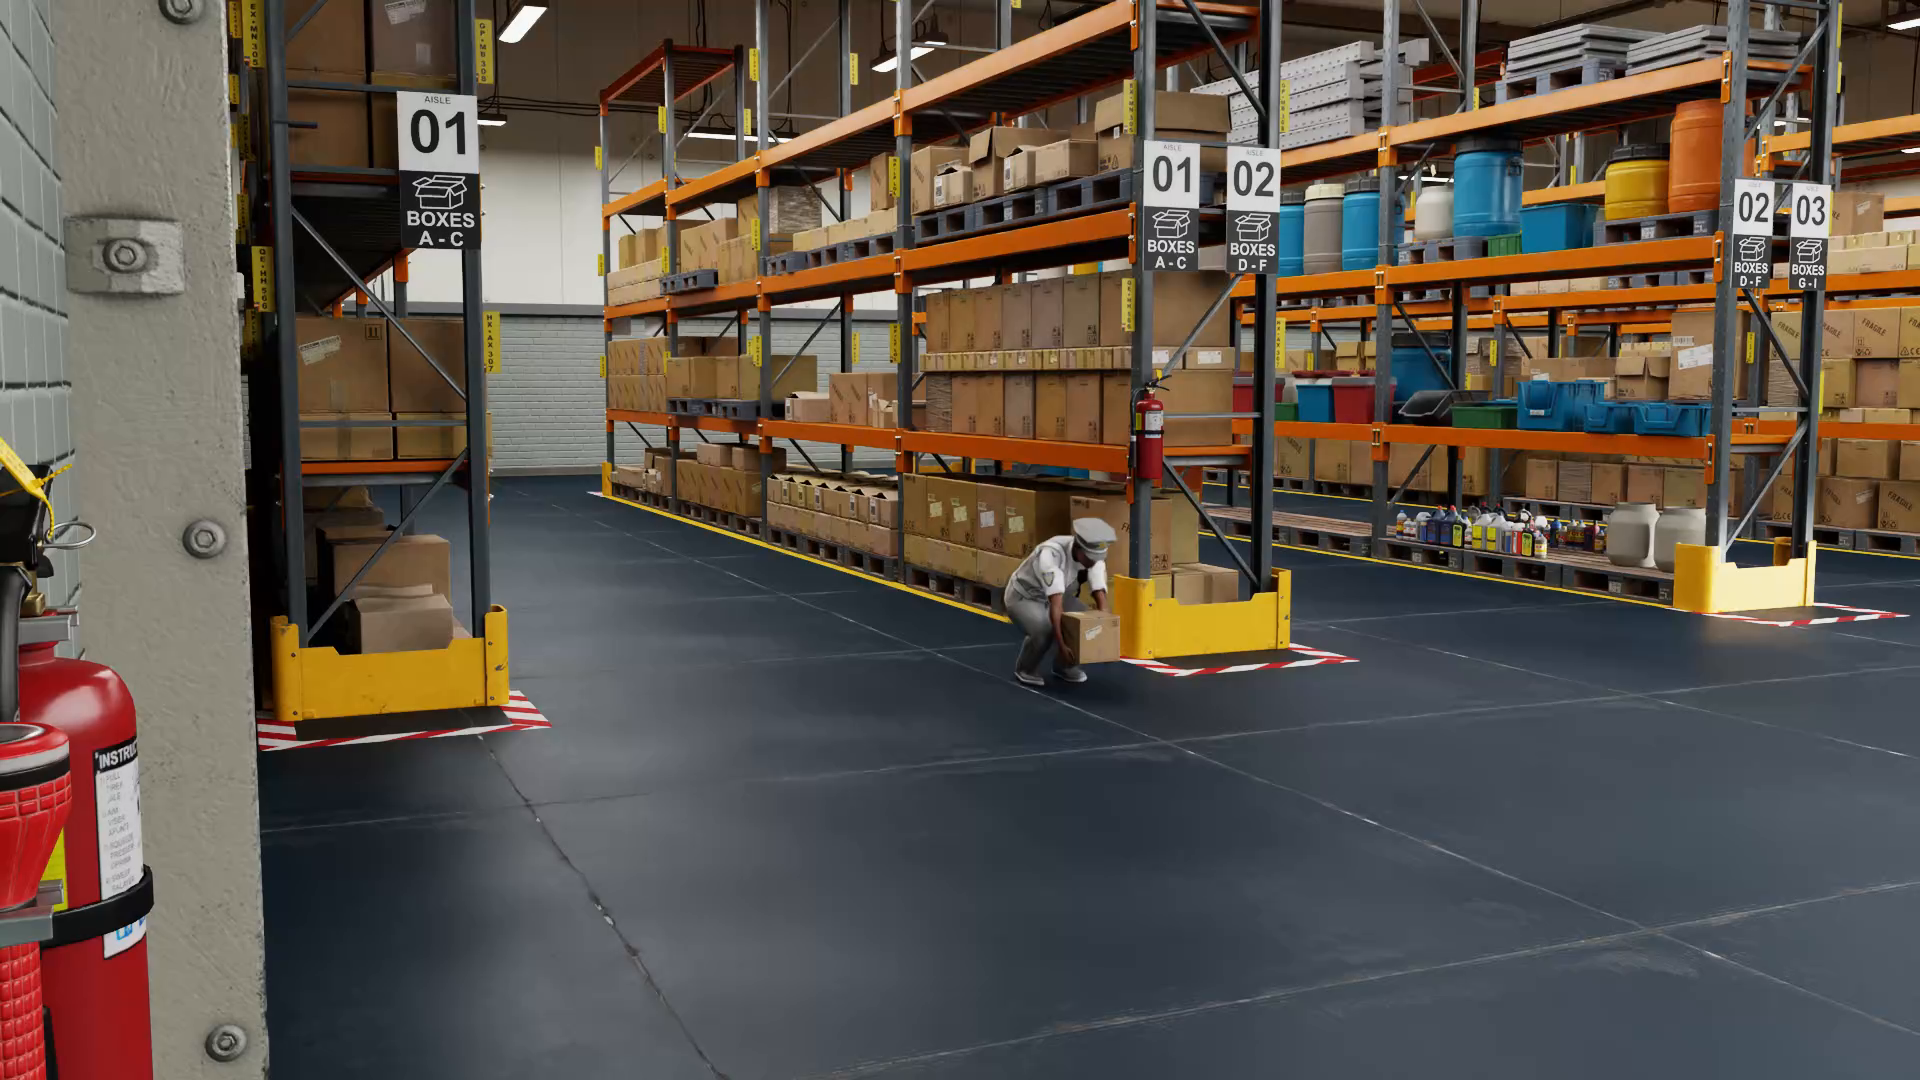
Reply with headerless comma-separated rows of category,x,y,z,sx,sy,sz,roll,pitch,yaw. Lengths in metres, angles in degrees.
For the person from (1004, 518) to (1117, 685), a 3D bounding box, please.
person,0.582,0.349,9.465,0.462,0.979,0.860,-3,6,-25
